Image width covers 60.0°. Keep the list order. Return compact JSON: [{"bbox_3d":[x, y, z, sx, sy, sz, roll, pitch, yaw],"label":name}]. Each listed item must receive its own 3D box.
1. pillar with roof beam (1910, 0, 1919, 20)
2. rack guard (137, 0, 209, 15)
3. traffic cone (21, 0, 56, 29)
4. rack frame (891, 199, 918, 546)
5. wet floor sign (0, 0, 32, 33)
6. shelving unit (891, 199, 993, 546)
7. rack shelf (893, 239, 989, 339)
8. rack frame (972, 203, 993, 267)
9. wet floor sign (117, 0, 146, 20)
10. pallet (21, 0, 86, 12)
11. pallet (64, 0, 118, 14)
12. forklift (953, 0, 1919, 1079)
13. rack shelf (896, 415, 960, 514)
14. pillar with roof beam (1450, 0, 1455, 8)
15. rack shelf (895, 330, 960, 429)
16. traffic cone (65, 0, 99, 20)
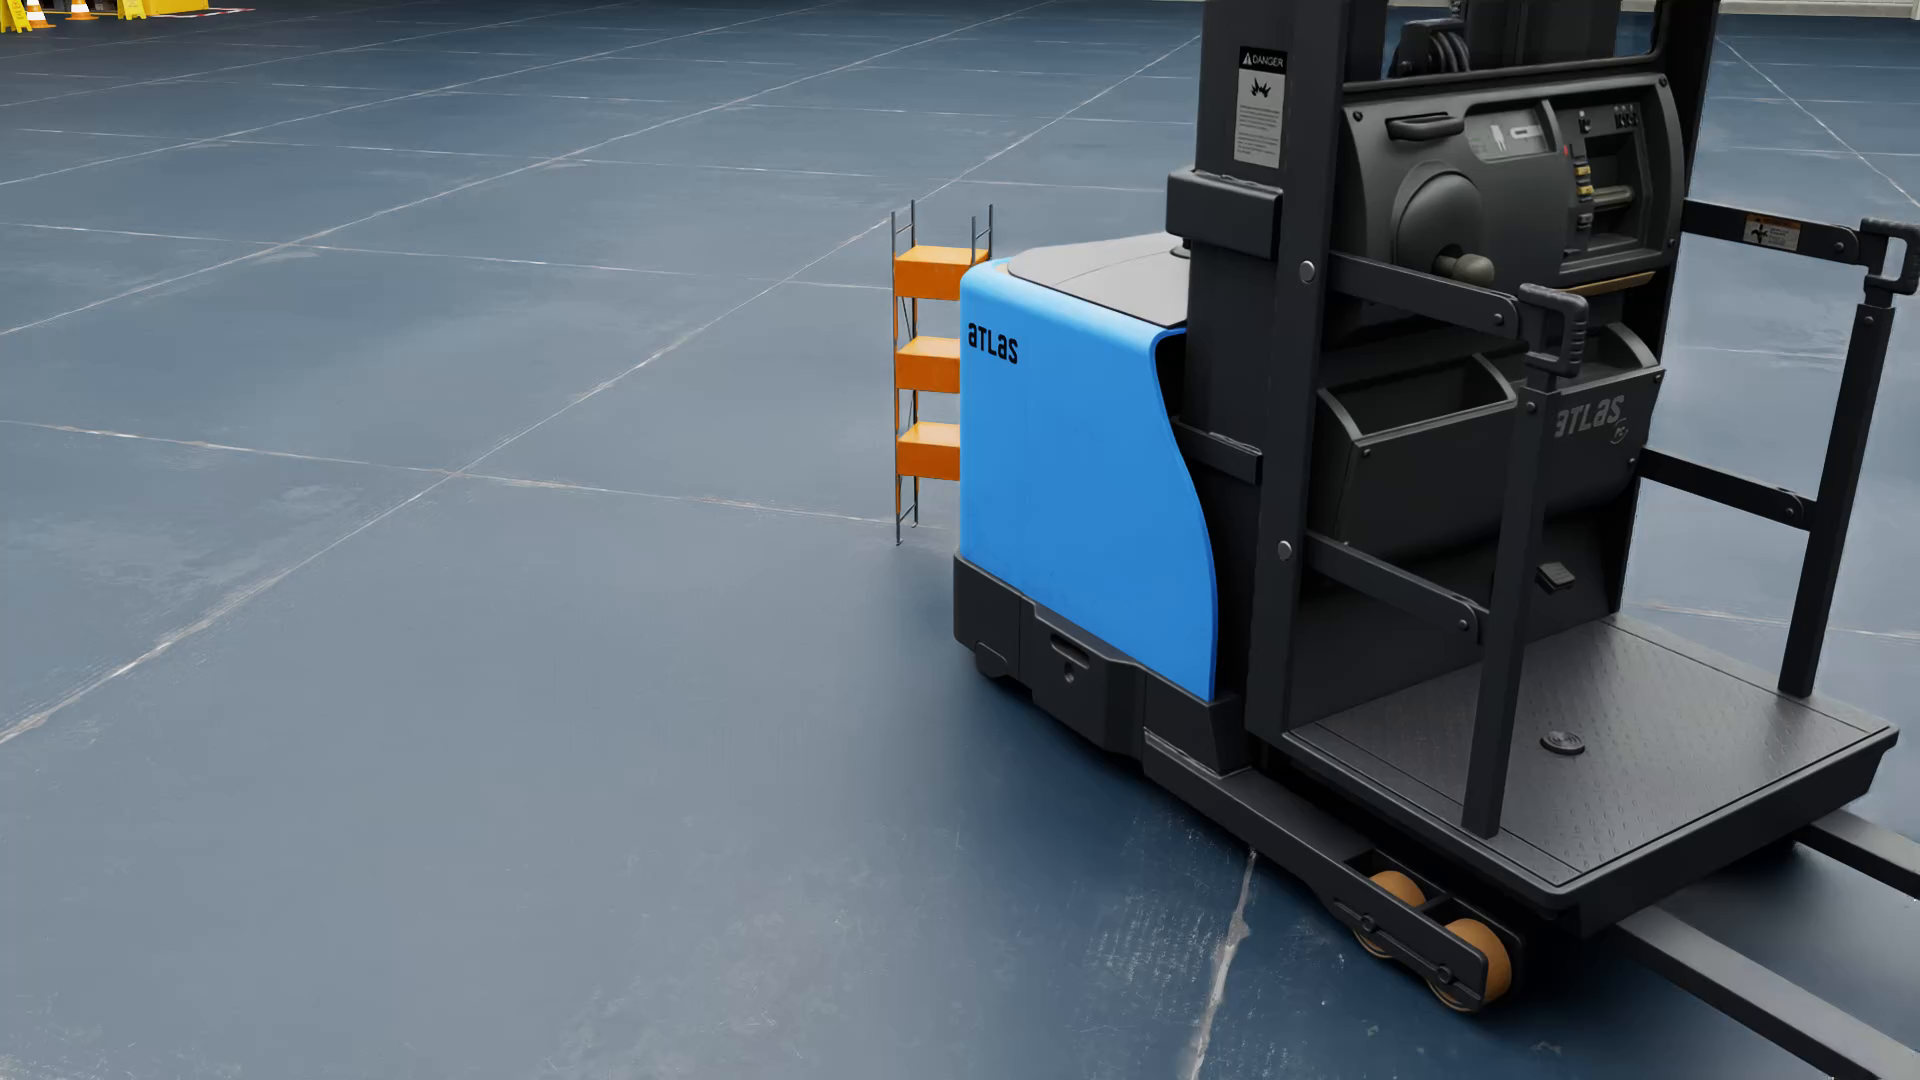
[{"bbox_3d":[11.759,-9.591,16.795,0.400,9.000,9.100,7,23,16],"label":"pillar with roof beam"},{"bbox_3d":[-11.071,-7.655,23.274,0.348,0.500,1.175,7,23,16],"label":"rack guard"},{"bbox_3d":[-11.778,-6.767,21.159,0.334,0.463,0.336,7,23,16],"label":"traffic cone"},{"bbox_3d":[-0.168,-0.505,5.118,0.008,1.050,0.200,7,23,15],"label":"rack frame"},{"bbox_3d":[-11.732,-6.621,20.560,0.232,0.644,0.267,3,22,6],"label":"wet floor sign"},{"bbox_3d":[-0.051,-0.492,5.085,0.252,1.050,0.215,7,23,15],"label":"shelving unit"},{"bbox_3d":[-0.051,-0.744,4.981,0.240,0.259,0.215,7,23,15],"label":"rack shelf"},{"bbox_3d":[0.066,-0.478,5.052,0.008,1.050,0.200,7,23,15],"label":"rack frame"},{"bbox_3d":[-11.126,-7.304,22.227,0.232,0.644,0.267,16,27,34],"label":"wet floor sign"},{"bbox_3d":[-13.003,-7.758,23.905,1.213,0.211,1.003,7,23,16],"label":"pallet"},{"bbox_3d":[-11.839,-7.623,23.577,1.213,0.211,1.003,7,23,16],"label":"pallet"},{"bbox_3d":[1.212,-0.680,3.065,1.130,2.935,3.031,-14,26,-31],"label":"forklift"},{"bbox_3d":[-0.051,-0.225,5.195,0.240,0.259,0.215,7,23,15],"label":"rack shelf"},{"bbox_3d":[6.015,-10.249,18.399,0.400,9.000,9.100,7,23,16],"label":"pillar with roof beam"},{"bbox_3d":[-0.051,-0.482,5.089,0.240,0.259,0.215,7,23,15],"label":"rack shelf"},{"bbox_3d":[-11.783,-7.208,22.233,0.334,0.463,0.336,7,23,16],"label":"traffic cone"}]
